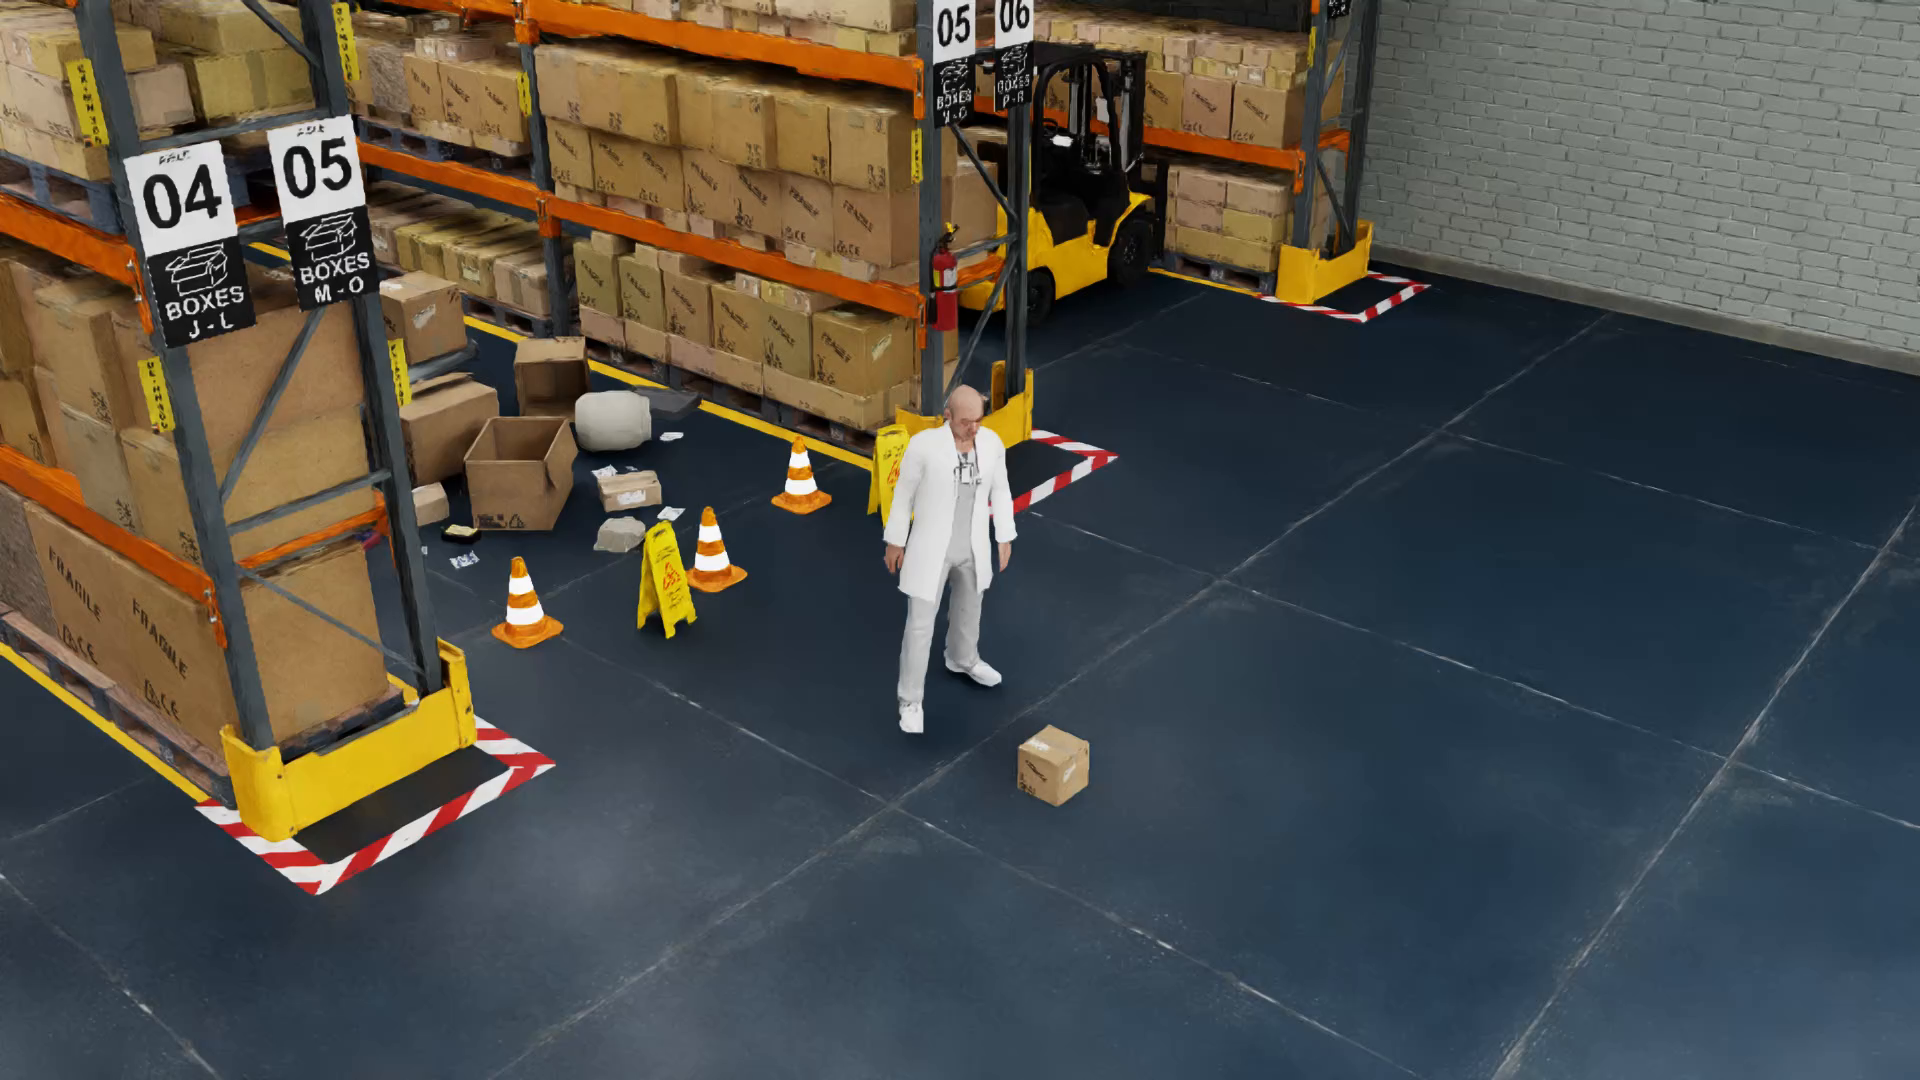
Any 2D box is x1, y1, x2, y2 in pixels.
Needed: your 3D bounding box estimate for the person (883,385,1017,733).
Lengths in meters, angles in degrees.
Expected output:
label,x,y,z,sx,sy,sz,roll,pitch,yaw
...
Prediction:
label,x,y,z,sx,sy,sz,roll,pitch,yaw
person,-0.049,0.058,8.477,0.755,1.767,0.674,-11,29,-21
